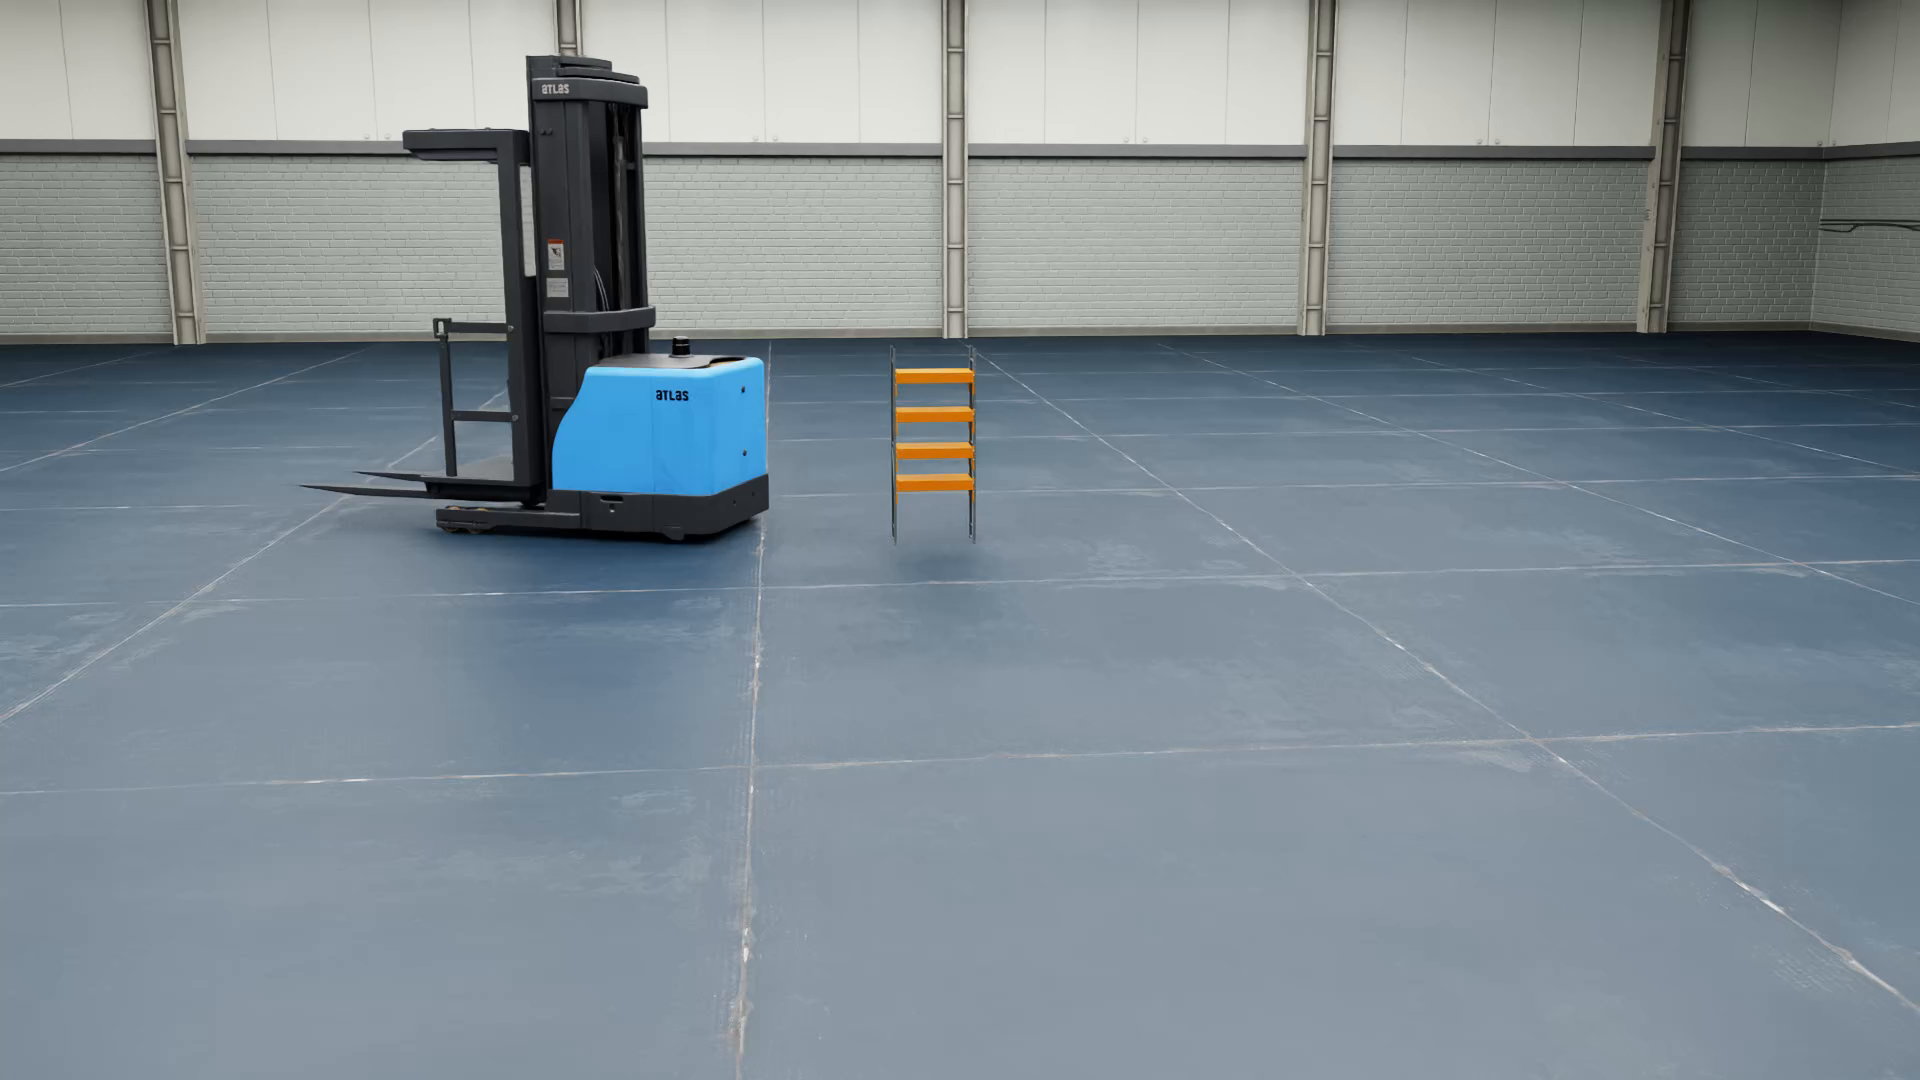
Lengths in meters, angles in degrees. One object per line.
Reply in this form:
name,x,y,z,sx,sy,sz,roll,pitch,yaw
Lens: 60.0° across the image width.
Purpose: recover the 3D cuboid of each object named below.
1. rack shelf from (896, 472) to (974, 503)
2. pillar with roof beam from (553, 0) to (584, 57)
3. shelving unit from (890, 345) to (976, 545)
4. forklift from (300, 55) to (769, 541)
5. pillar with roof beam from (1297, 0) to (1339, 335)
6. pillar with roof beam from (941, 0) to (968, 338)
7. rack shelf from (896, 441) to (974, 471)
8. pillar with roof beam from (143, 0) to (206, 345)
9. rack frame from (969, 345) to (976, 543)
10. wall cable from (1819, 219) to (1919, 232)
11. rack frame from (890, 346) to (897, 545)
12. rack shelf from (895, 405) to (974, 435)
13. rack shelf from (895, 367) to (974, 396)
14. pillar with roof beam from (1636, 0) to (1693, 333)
rack shelf,-0.165,-0.324,10.286,0.480,0.148,0.258,-1,11,-6
pillar with roof beam,-5.585,-6.781,21.531,0.400,9.000,9.100,-1,11,-6
shelving unit,-0.165,-0.585,10.235,0.503,1.200,0.258,-1,11,-6
forklift,-2.843,-1.569,10.750,3.031,2.935,1.130,3,12,15
pillar with roof beam,6.345,-7.031,22.803,0.400,9.000,9.100,-1,11,-6
pillar with roof beam,0.380,-6.906,22.167,0.400,9.000,9.100,-1,11,-6
rack shelf,-0.165,-0.519,10.248,0.480,0.148,0.258,-1,11,-6
pillar with roof beam,-11.550,-6.656,20.895,0.400,9.000,9.100,-1,11,-6
rack frame,0.078,-0.590,10.261,0.015,1.200,0.240,-1,11,-6
wall cable,14.916,-6.265,26.960,0.112,2.526,3.097,-1,11,-6
rack frame,-0.407,-0.580,10.209,0.015,1.200,0.240,-1,11,-6
rack shelf,-0.165,-0.739,10.205,0.480,0.148,0.258,-1,11,-6
rack shelf,-0.165,-0.971,10.159,0.480,0.148,0.258,-1,11,-6
pillar with roof beam,12.310,-7.156,23.439,0.400,9.000,9.100,-1,11,-6
